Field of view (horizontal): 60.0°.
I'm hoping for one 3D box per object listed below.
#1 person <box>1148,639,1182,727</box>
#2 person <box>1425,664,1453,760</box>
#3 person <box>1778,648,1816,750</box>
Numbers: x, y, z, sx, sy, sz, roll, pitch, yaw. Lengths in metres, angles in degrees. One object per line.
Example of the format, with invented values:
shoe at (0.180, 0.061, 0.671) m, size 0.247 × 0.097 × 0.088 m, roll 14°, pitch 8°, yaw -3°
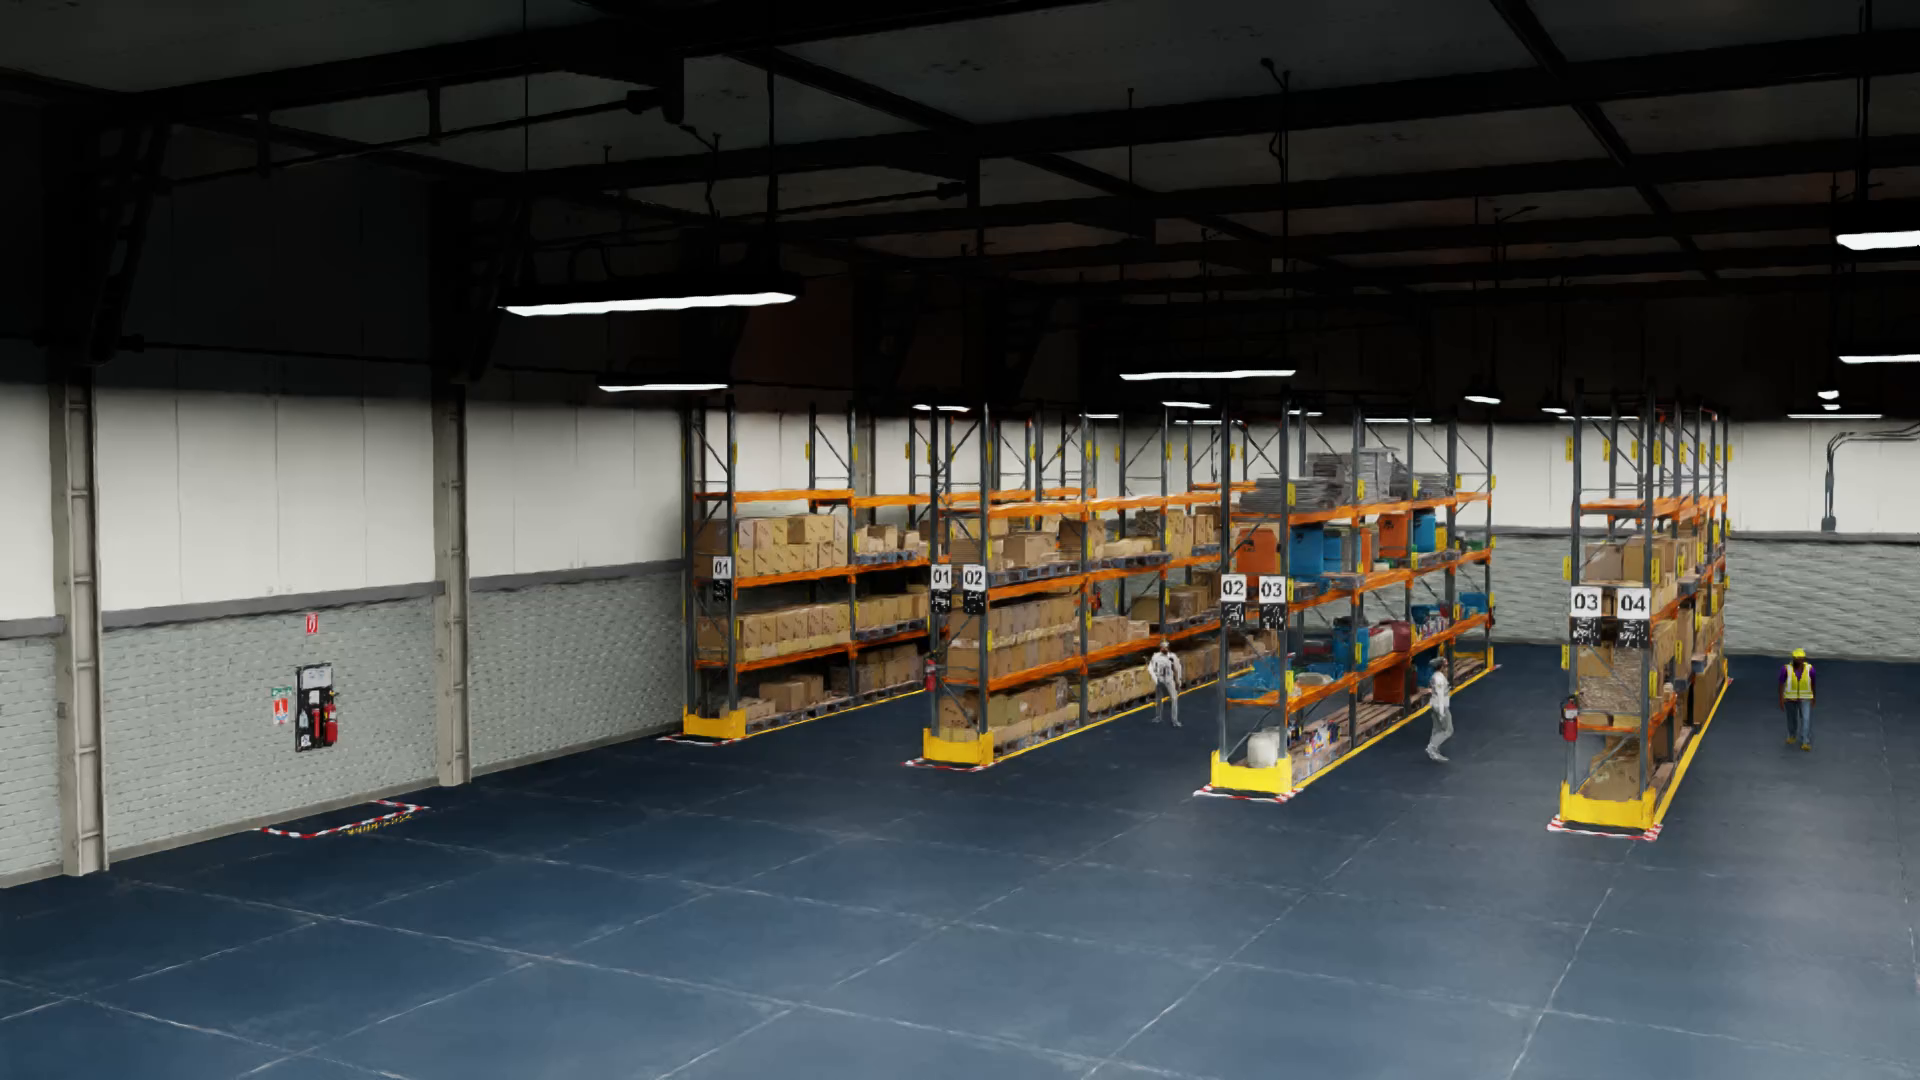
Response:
person at (3.775, 2.585, 30.484) m, size 0.639 × 1.610 × 0.797 m, roll 1°, pitch 3°, yaw 11°
person at (7.757, 2.753, 27.015) m, size 0.414 × 1.653 × 0.516 m, roll 0°, pitch 3°, yaw 0°
person at (14.146, 2.662, 28.103) m, size 0.583 × 1.682 × 1.111 m, roll 1°, pitch 3°, yaw 26°
